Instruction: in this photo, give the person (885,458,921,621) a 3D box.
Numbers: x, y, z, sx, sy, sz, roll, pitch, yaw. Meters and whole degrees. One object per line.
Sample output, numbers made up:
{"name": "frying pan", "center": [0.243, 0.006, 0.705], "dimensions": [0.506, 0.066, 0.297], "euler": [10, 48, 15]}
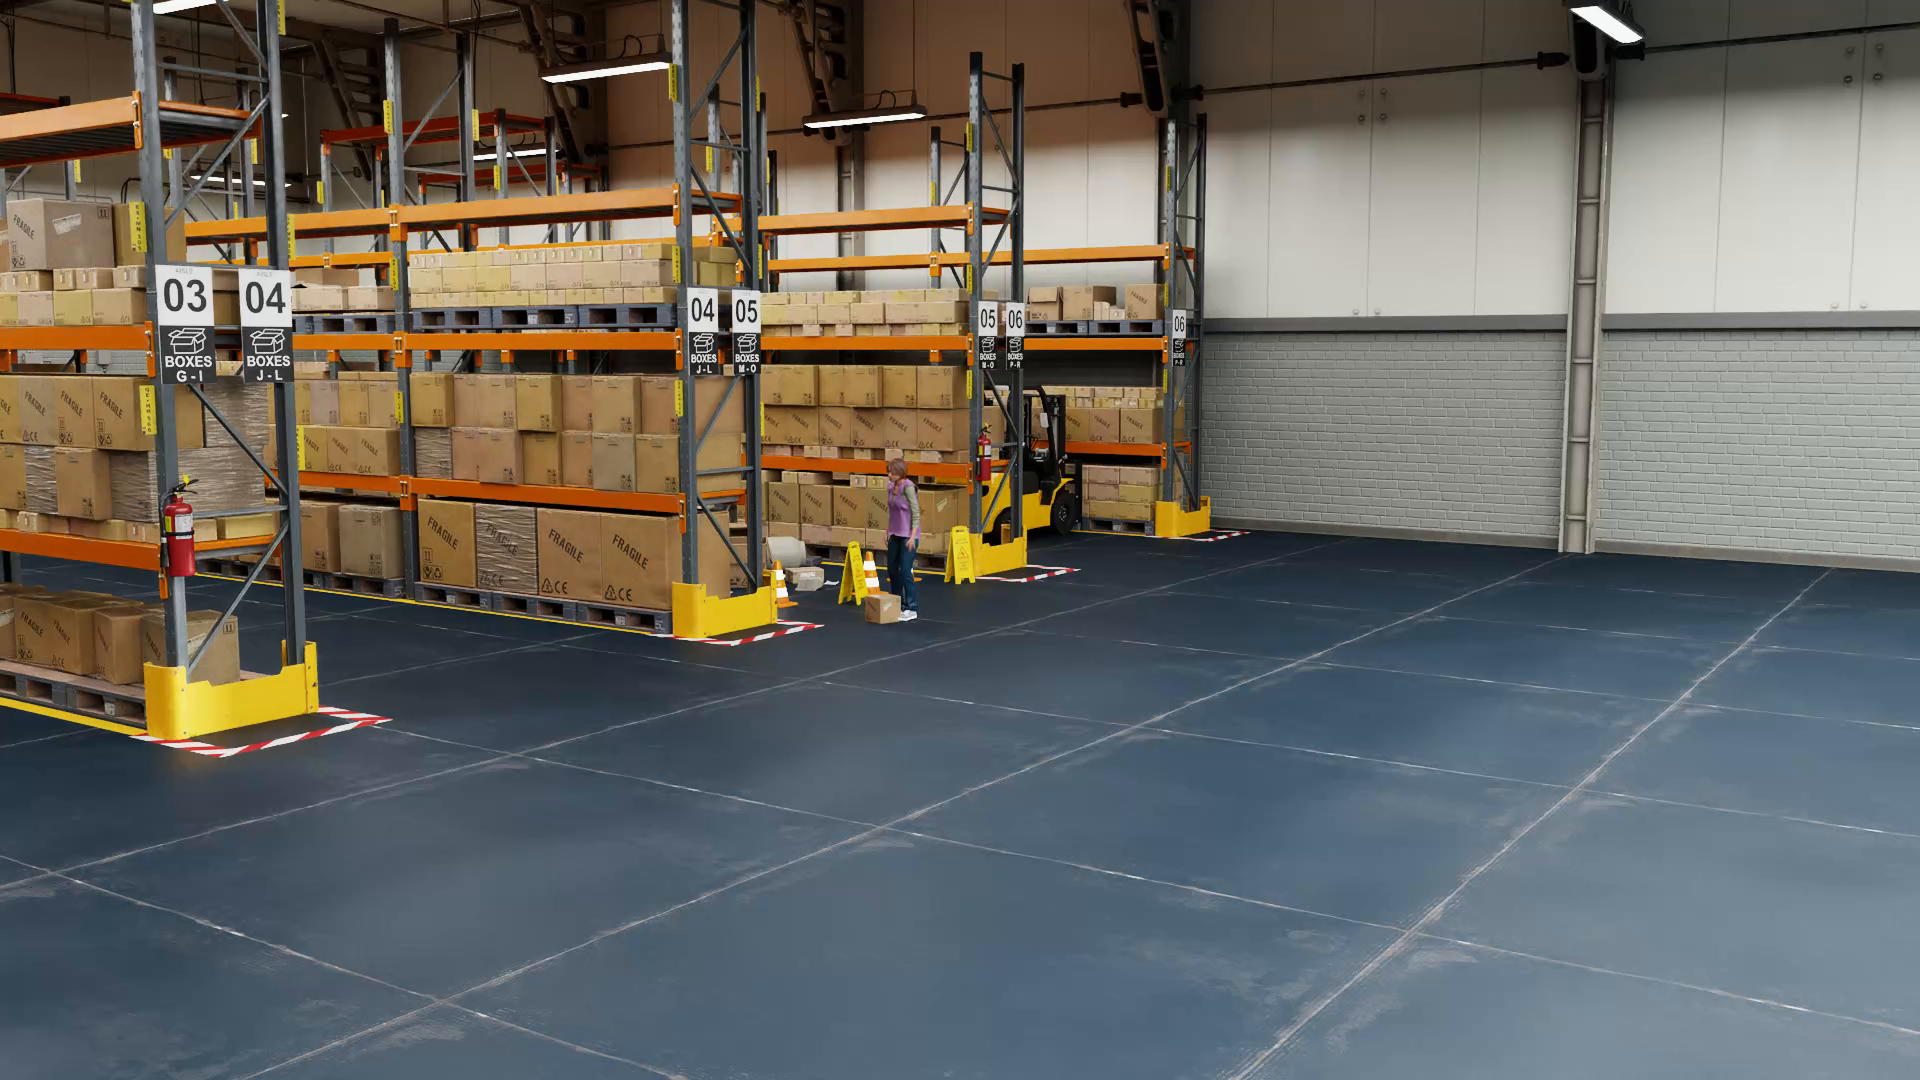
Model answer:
{"name": "person", "center": [-0.569, -0.010, 16.335], "dimensions": [0.347, 1.581, 0.459], "euler": [-5, 8, -38]}
